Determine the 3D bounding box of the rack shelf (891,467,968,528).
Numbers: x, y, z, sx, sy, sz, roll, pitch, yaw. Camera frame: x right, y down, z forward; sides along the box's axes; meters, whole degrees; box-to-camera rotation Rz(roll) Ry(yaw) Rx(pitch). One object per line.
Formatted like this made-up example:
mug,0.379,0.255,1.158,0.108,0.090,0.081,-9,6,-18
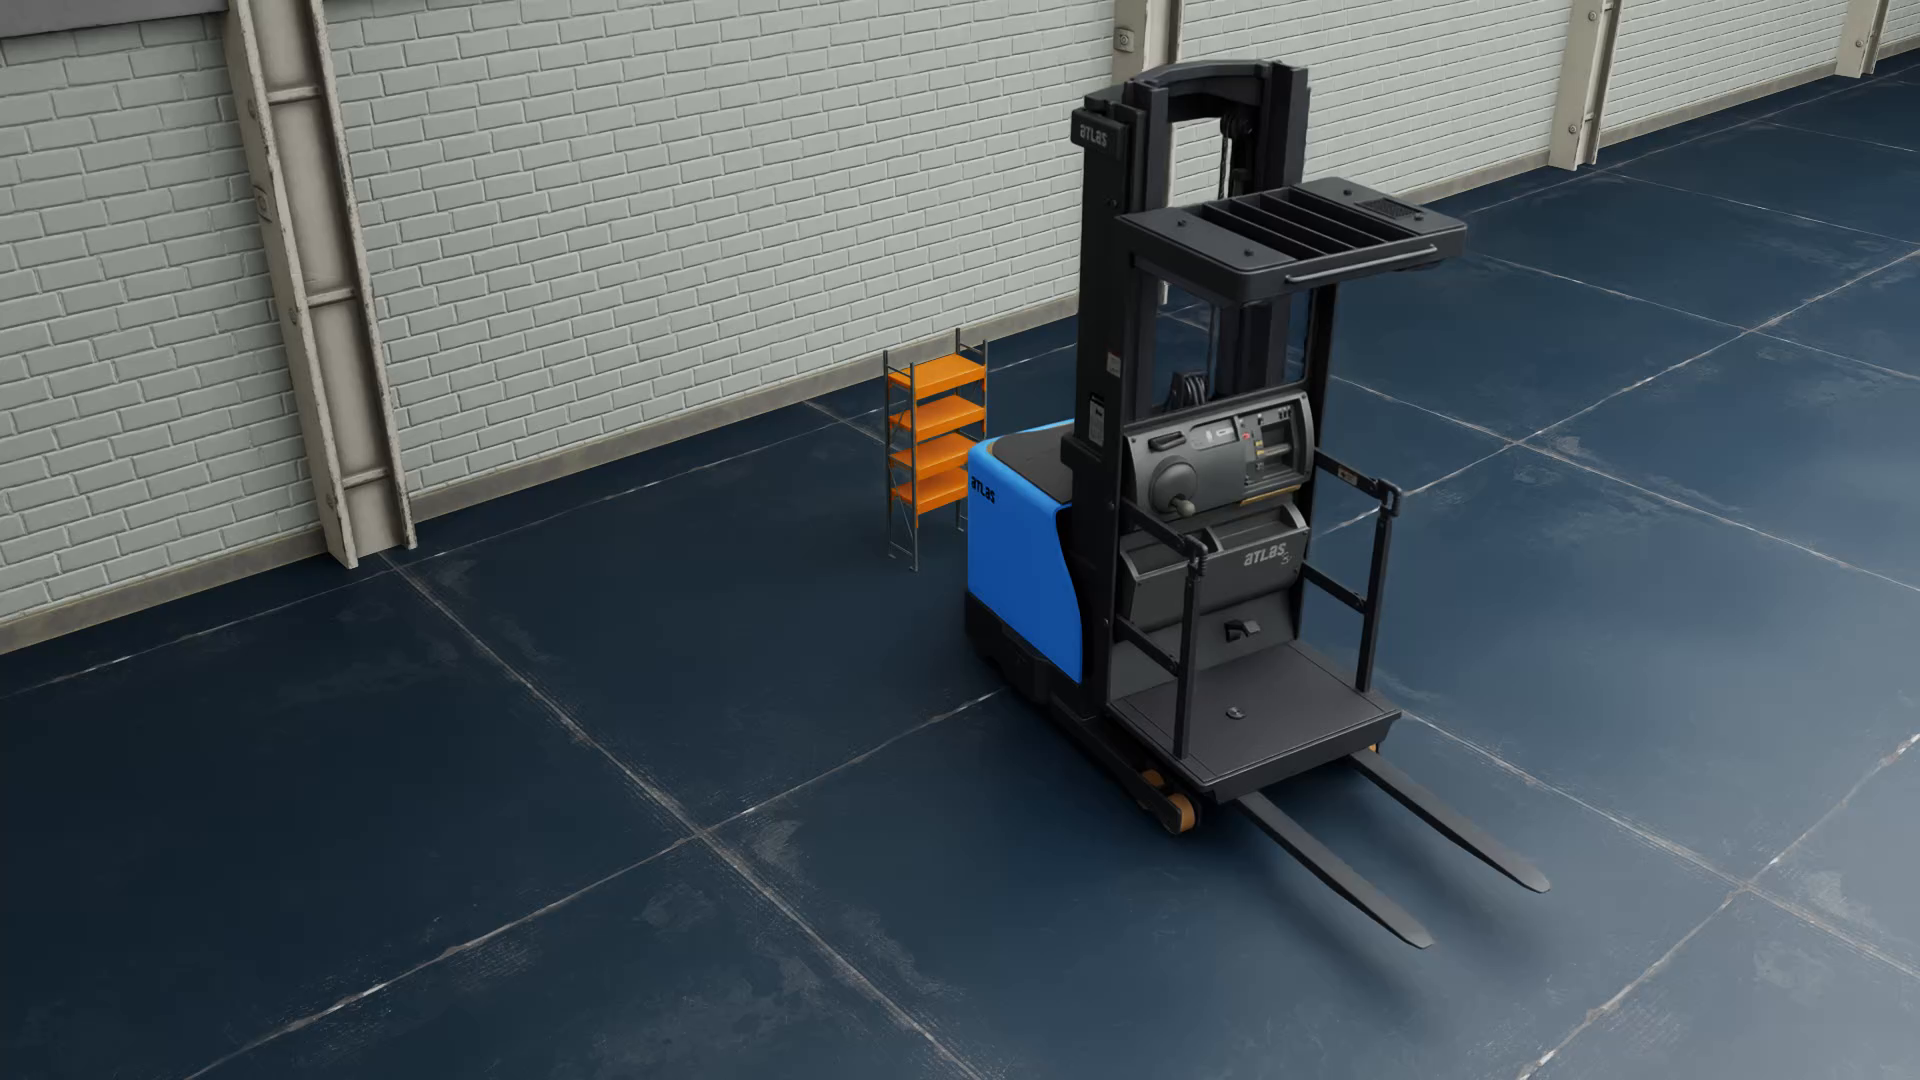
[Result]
rack shelf,-0.126,-0.244,8.998,0.480,0.148,0.258,-22,35,-35

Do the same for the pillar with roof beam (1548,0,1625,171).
pillar with roof beam,8.681,-6.054,11.031,0.400,9.000,9.100,-22,35,-35

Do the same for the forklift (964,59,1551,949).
forklift,1.196,-0.314,6.727,1.130,2.935,3.031,-15,32,-26

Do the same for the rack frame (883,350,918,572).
rack frame,-0.312,-0.404,8.733,0.015,1.200,0.240,-22,35,-35

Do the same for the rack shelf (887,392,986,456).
rack shelf,-0.126,-0.616,8.799,0.480,0.148,0.258,-22,35,-35

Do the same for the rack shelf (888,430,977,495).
rack shelf,-0.126,-0.419,8.904,0.480,0.148,0.258,-22,35,-35

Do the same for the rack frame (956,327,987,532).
rack frame,0.060,-0.553,9.012,0.015,1.200,0.240,-22,35,-35

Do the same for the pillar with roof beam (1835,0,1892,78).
pillar with roof beam,13.245,-7.890,14.466,0.400,9.000,9.100,-22,35,-35

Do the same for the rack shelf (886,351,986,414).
rack shelf,-0.126,-0.825,8.687,0.480,0.148,0.258,-22,35,-35

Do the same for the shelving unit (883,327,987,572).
shelving unit,-0.126,-0.479,8.872,0.503,1.200,0.258,-22,35,-35

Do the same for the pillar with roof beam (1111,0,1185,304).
pillar with roof beam,4.116,-4.219,7.597,0.400,9.000,9.100,-22,35,-35

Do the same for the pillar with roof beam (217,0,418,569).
pillar with roof beam,-0.448,-2.383,4.162,0.400,9.000,9.100,-22,35,-35
